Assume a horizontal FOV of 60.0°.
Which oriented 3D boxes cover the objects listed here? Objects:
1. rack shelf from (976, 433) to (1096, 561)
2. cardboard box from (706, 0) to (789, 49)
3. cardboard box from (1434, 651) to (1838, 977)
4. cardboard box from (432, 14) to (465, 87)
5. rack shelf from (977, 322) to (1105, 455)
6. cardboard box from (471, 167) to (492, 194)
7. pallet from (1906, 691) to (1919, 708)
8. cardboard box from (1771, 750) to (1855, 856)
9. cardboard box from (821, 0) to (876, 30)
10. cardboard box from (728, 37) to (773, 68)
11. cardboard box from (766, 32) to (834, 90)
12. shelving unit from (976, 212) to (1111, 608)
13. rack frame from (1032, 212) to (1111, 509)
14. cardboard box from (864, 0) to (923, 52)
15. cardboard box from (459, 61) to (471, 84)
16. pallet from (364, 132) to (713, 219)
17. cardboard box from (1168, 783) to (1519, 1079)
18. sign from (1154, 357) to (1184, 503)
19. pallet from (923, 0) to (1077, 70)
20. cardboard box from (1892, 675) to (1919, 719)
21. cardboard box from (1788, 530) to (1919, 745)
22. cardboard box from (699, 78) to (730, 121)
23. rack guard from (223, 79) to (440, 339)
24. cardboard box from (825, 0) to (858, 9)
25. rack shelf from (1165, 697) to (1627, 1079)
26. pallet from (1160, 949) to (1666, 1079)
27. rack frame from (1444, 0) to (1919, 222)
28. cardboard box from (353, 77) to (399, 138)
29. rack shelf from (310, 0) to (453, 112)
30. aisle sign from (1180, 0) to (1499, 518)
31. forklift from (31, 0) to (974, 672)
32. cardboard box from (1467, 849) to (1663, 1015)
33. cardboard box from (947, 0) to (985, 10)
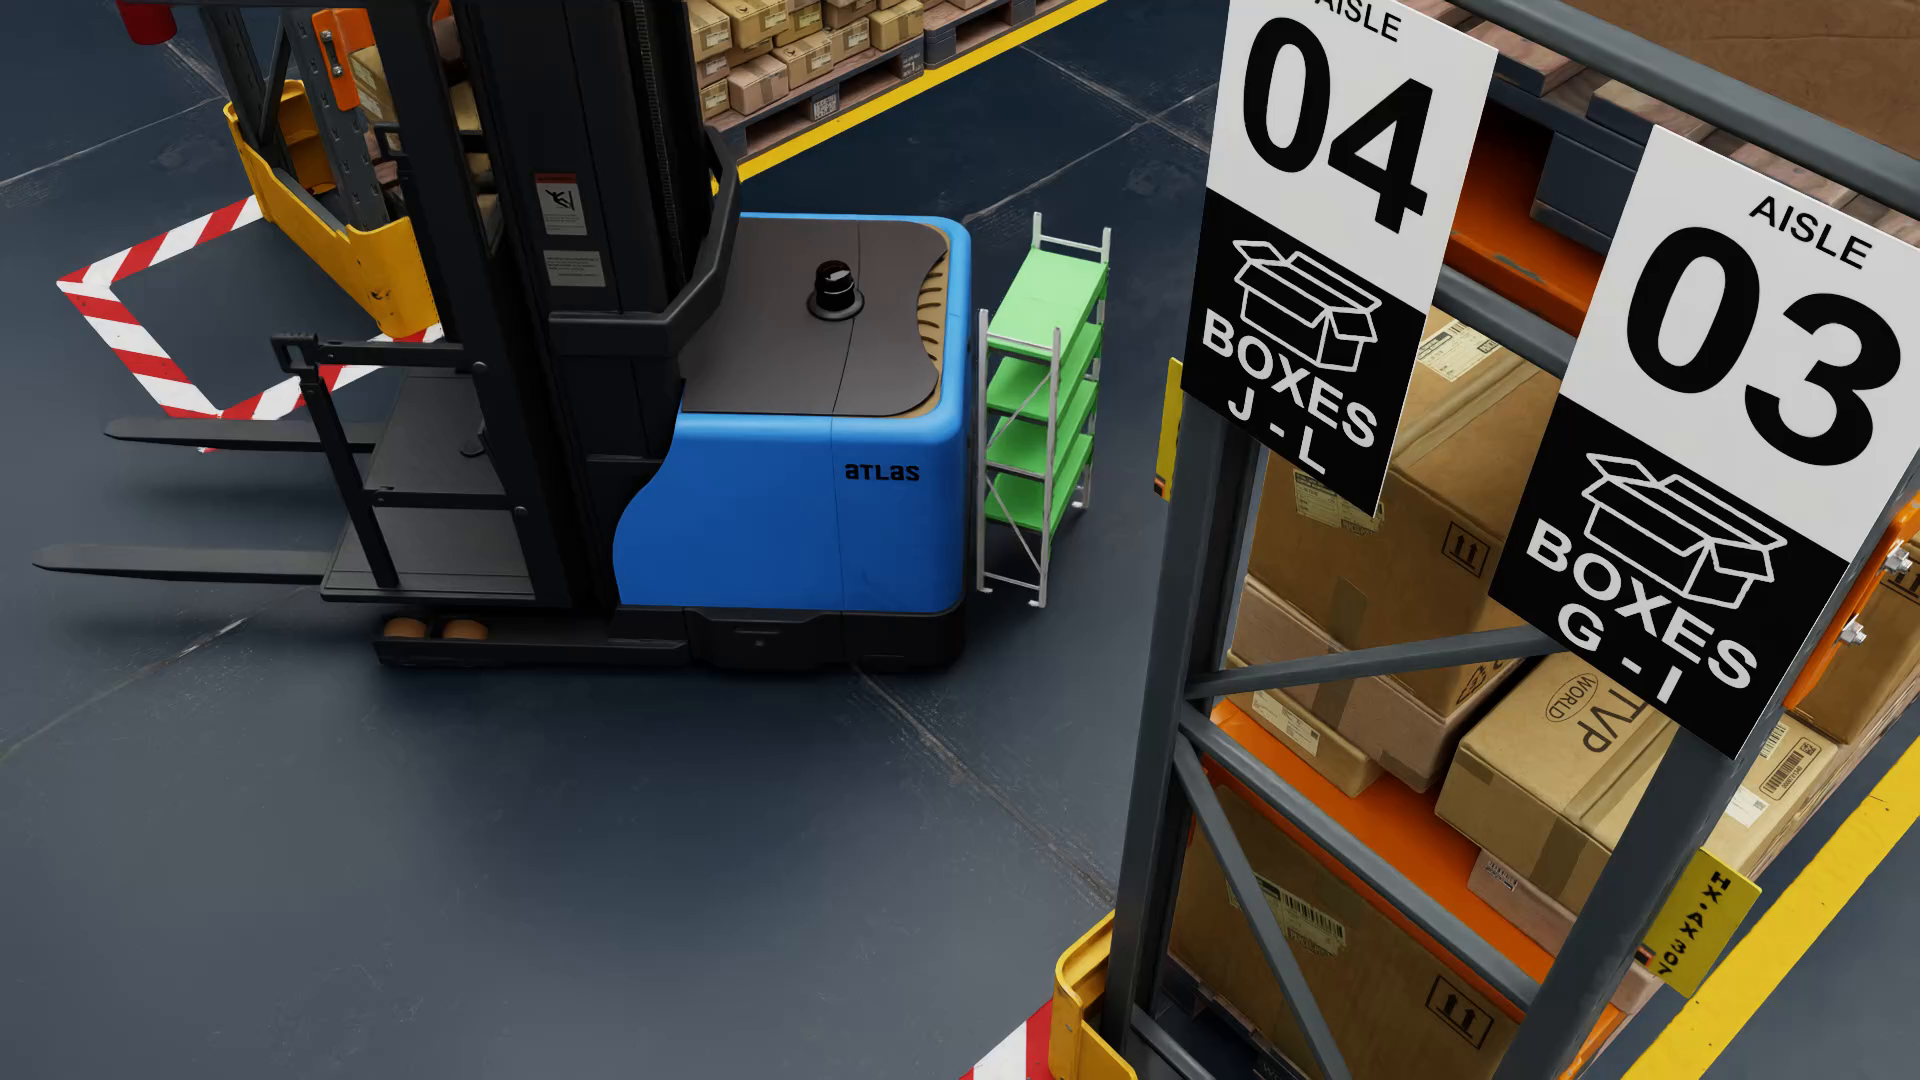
[{"bbox_3d":[0.254,-0.177,5.510,0.258,0.148,0.480,15,49,13],"label":"rack shelf"},{"bbox_3d":[-0.939,-2.259,7.043,0.250,0.149,0.380,-33,55,-27],"label":"cardboard box"},{"bbox_3d":[1.283,0.461,3.184,0.500,0.250,0.500,-35,56,-28],"label":"cardboard box"},{"bbox_3d":[-2.070,-2.016,6.818,0.250,0.149,0.380,-33,55,-26],"label":"cardboard box"},{"bbox_3d":[0.254,-0.502,5.157,0.258,0.148,0.480,15,49,13],"label":"rack shelf"},{"bbox_3d":[-1.955,-1.542,6.583,0.250,0.149,0.380,-32,55,-26],"label":"cardboard box"},{"bbox_3d":[3.091,-0.097,5.696,1.213,0.211,1.003,-34,56,-27],"label":"pallet"},{"bbox_3d":[1.609,0.436,3.478,0.250,0.149,0.380,-35,56,-28],"label":"cardboard box"},{"bbox_3d":[-0.592,-2.460,7.431,0.380,0.149,0.250,36,57,29],"label":"cardboard box"},{"bbox_3d":[-1.025,-2.223,7.212,0.250,0.149,0.380,-31,54,-25],"label":"cardboard box"},{"bbox_3d":[-0.777,-2.179,7.373,0.250,0.149,0.380,-34,56,-27],"label":"cardboard box"},{"bbox_3d":[0.254,-0.383,5.287,0.258,1.200,0.503,15,49,13],"label":"shelving unit"},{"bbox_3d":[0.338,-0.551,5.442,0.240,1.200,0.015,15,49,13],"label":"rack frame"},{"bbox_3d":[-0.383,-2.408,7.585,0.250,0.149,0.380,-34,56,-27],"label":"cardboard box"},{"bbox_3d":[-1.776,-1.799,6.618,0.250,0.149,0.380,-33,55,-27],"label":"cardboard box"},{"bbox_3d":[-1.835,-1.620,7.101,1.213,0.211,1.003,-34,56,-27],"label":"pallet"},{"bbox_3d":[1.166,0.819,4.113,0.875,0.875,0.875,-34,56,-27],"label":"cardboard box"},{"bbox_3d":[0.392,-0.174,2.920,0.005,0.325,0.100,-34,56,-27],"label":"sign"},{"bbox_3d":[-0.029,-2.827,8.215,1.213,0.211,1.003,-34,56,-27],"label":"pallet"},{"bbox_3d":[1.990,0.181,3.713,0.250,0.149,0.380,-35,56,-28],"label":"cardboard box"},{"bbox_3d":[1.653,-0.041,3.136,0.500,0.500,0.500,-35,56,-28],"label":"cardboard box"},{"bbox_3d":[-1.207,-1.952,7.164,0.250,0.149,0.380,-34,56,-27],"label":"cardboard box"},{"bbox_3d":[-2.459,-1.336,6.642,0.348,0.500,1.175,-34,56,-27],"label":"rack guard"},{"bbox_3d":[-0.560,-2.499,7.264,0.250,0.149,0.380,-36,57,-28],"label":"cardboard box"},{"bbox_3d":[2.226,-0.144,4.331,4.000,0.370,1.077,-34,56,-27],"label":"rack shelf"},{"bbox_3d":[1.285,1.109,4.583,1.213,0.211,1.003,-34,56,-27],"label":"pallet"},{"bbox_3d":[0.746,-1.433,0.950,0.127,3.000,1.000,-34,56,-27],"label":"rack frame"},{"bbox_3d":[-2.317,-1.839,6.857,0.250,0.149,0.380,-35,56,-28],"label":"cardboard box"},{"bbox_3d":[-1.036,-2.891,6.866,4.000,0.370,1.077,-34,56,-27],"label":"rack shelf"},{"bbox_3d":[0.491,-0.408,2.317,0.004,0.787,0.394,-34,56,-27],"label":"aisle sign"},{"bbox_3d":[-1.481,-0.971,4.651,3.031,2.935,1.130,2,47,1],"label":"forklift"},{"bbox_3d":[1.231,0.690,3.243,0.250,0.149,0.380,-33,55,-27],"label":"cardboard box"},{"bbox_3d":[-0.018,-2.671,7.828,0.250,0.149,0.380,-36,57,-28],"label":"cardboard box"}]
